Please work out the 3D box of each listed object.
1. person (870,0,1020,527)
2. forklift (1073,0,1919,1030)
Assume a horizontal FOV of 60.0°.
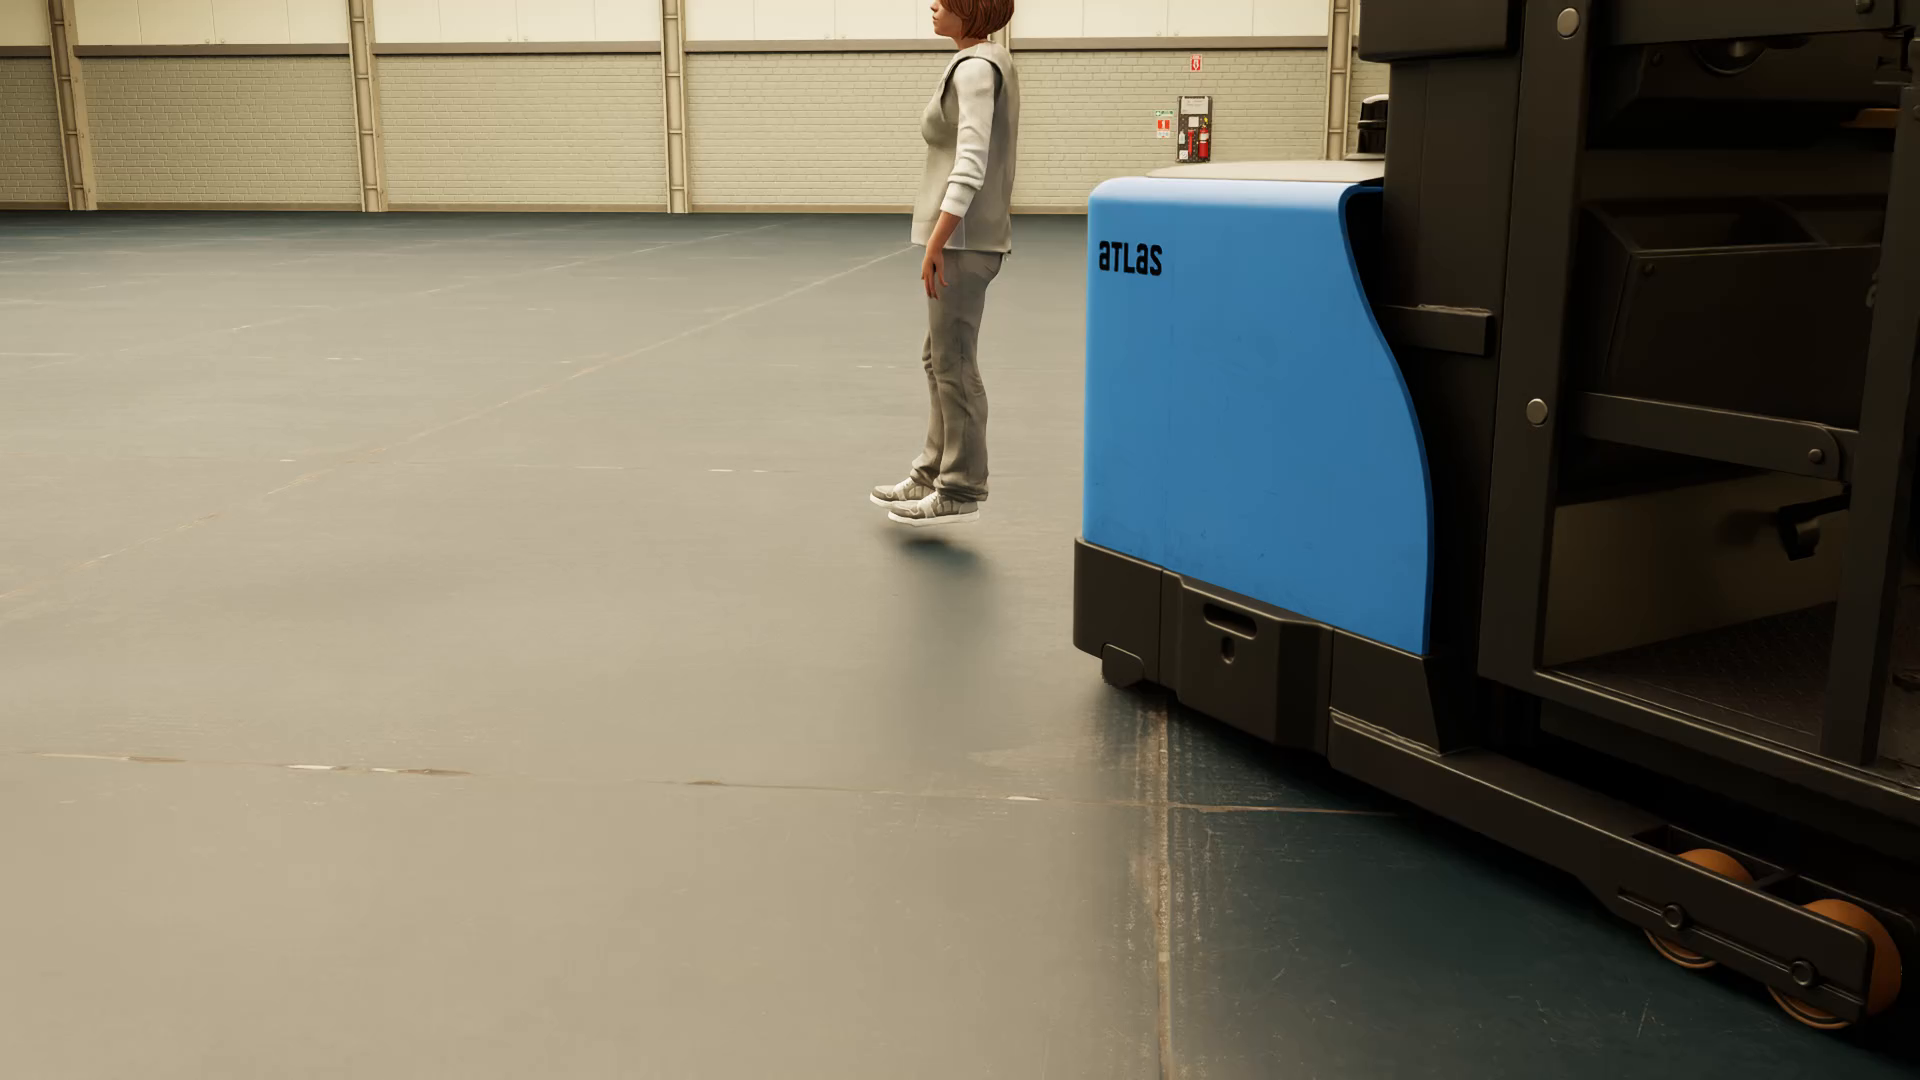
[{"bbox_3d":[-0.072,-0.829,4.776,0.474,1.598,0.519,2,13,7],"label":"person"},{"bbox_3d":[1.437,-0.903,2.371,1.130,2.935,3.031,-8,15,-30],"label":"forklift"}]
